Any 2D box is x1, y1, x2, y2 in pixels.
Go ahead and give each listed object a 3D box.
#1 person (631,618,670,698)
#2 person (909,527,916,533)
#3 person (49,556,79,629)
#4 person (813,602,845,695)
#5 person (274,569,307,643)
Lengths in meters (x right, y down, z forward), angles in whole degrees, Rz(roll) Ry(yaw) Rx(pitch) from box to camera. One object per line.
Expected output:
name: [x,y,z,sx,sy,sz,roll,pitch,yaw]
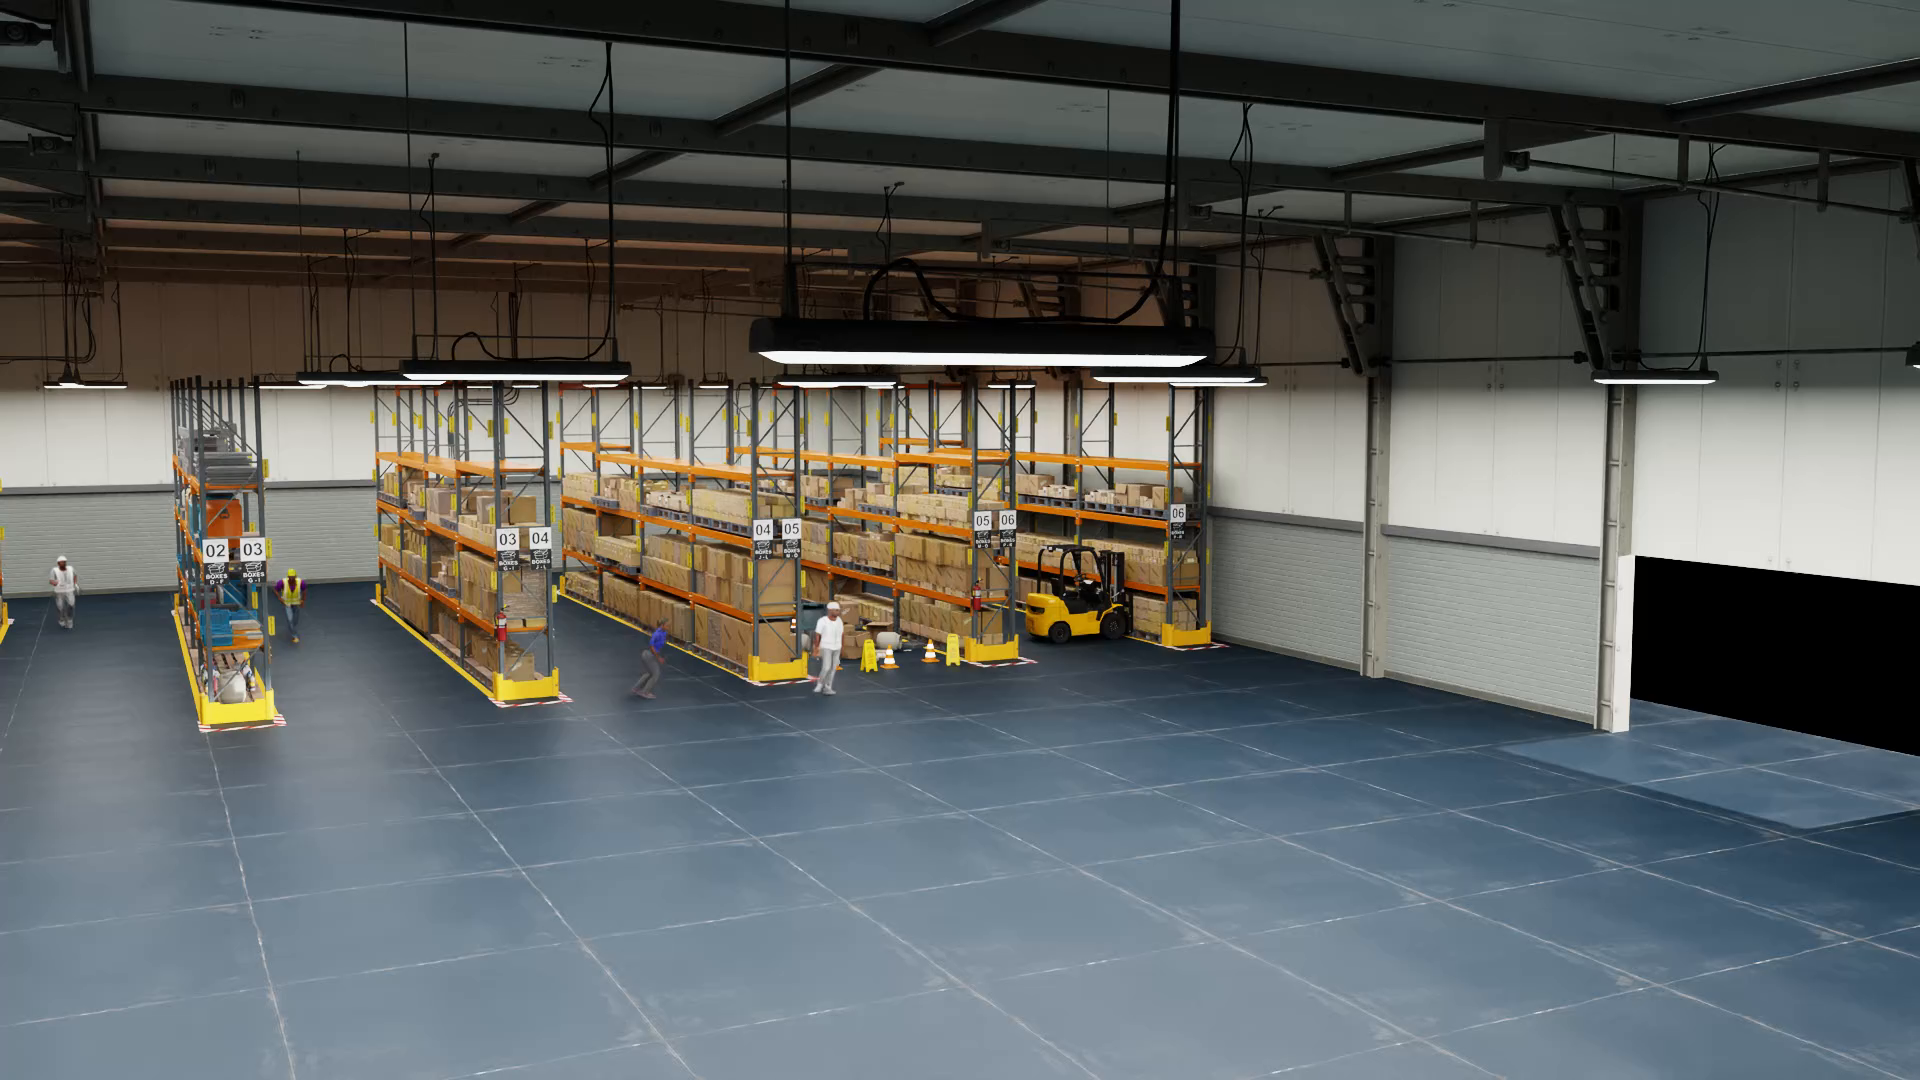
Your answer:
person: [-5.789,2.202,31.116,0.783,1.532,0.585,0,5,0]
person: [-1.308,0.530,45.213,0.717,1.820,0.992,-4,6,-37]
person: [-21.588,1.273,40.101,0.651,1.784,0.798,-4,6,-35]
person: [-2.471,2.041,31.399,0.634,1.757,0.446,-4,7,-41]
person: [-15.408,1.499,38.285,0.700,1.706,0.955,-2,6,-24]
